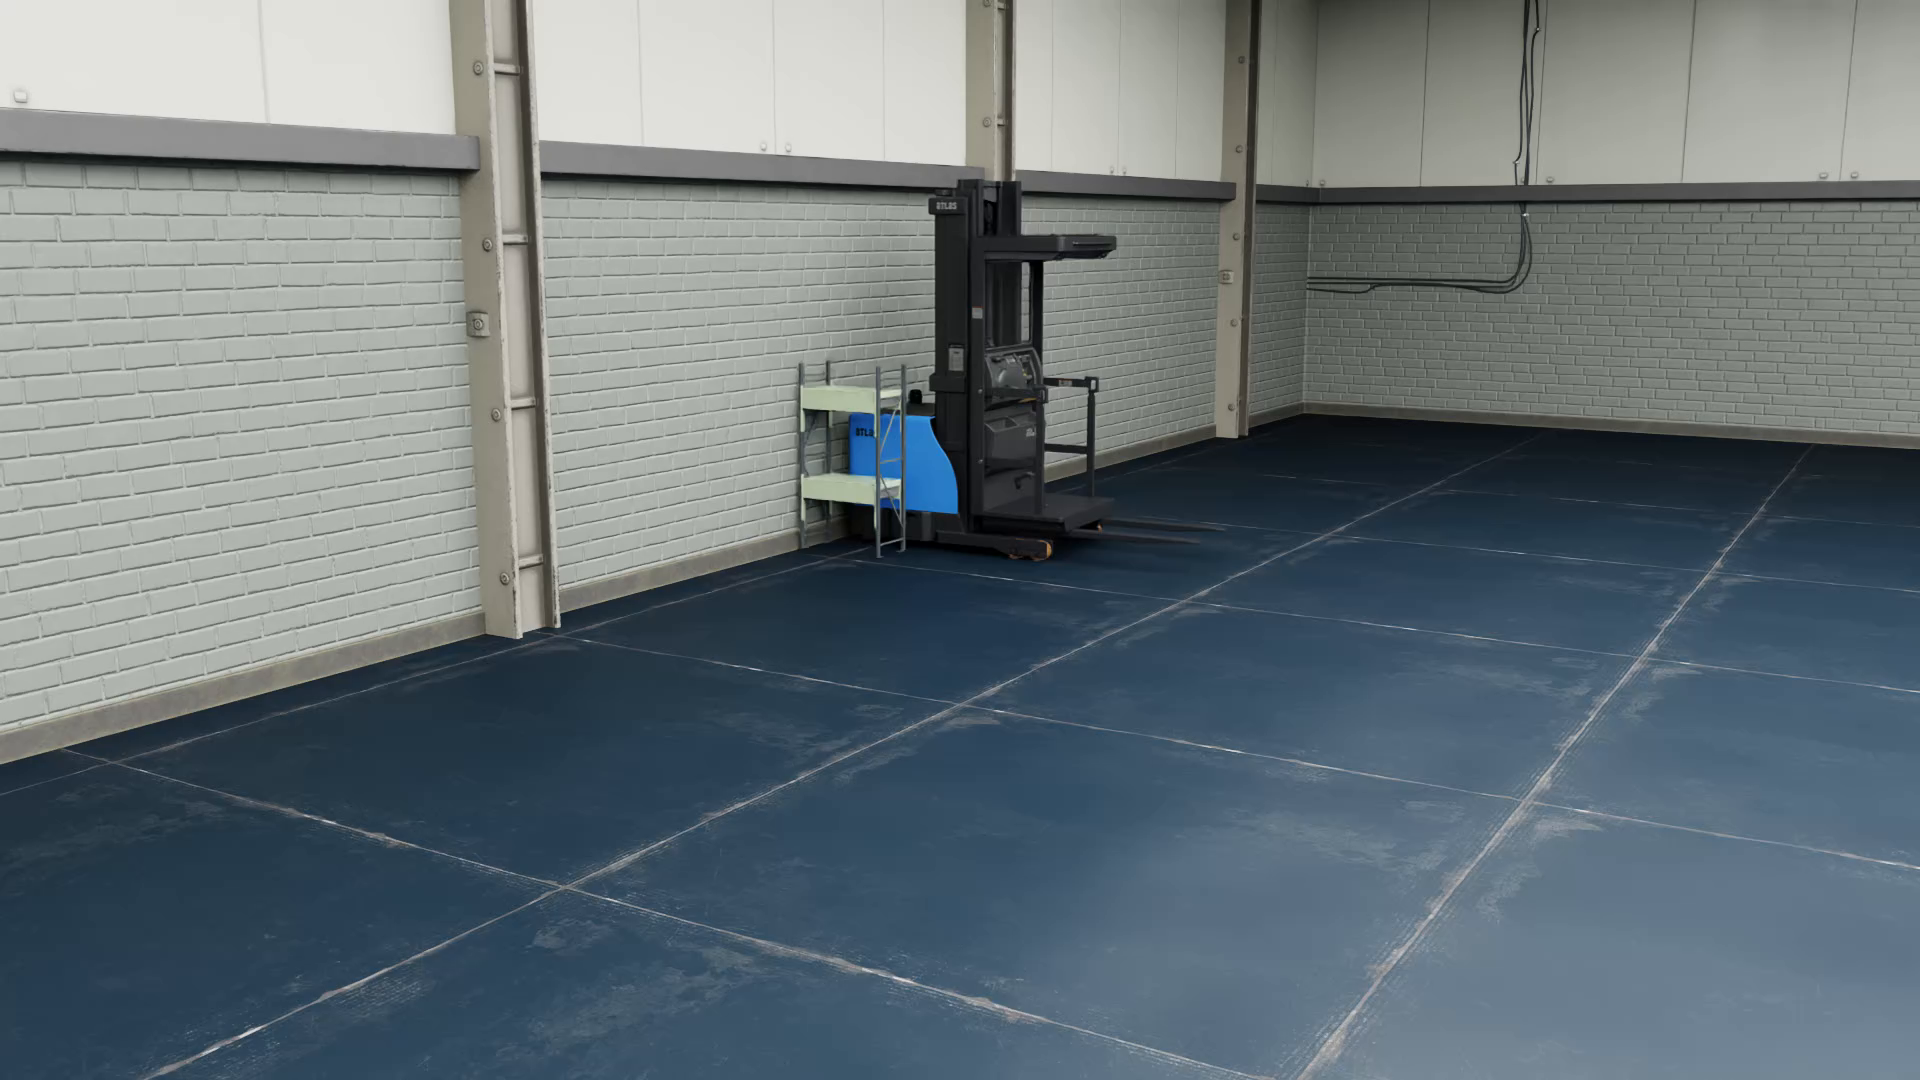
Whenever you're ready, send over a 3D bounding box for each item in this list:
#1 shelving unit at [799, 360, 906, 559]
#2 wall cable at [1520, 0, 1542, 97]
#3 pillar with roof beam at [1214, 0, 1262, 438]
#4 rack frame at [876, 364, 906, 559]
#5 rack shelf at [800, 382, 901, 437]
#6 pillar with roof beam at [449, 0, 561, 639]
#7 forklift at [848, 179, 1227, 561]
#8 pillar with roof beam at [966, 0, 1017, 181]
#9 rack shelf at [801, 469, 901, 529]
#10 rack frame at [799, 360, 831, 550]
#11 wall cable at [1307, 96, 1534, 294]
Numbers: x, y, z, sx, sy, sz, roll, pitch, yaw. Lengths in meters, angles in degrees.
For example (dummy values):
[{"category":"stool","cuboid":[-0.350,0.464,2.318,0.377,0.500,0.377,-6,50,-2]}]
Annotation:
[{"category":"shelving unit","cuboid":[-0.858,-0.656,13.275,0.755,1.500,0.431,6,11,30]},{"category":"wall cable","cuboid":[8.367,-6.765,20.261,3.097,2.526,0.112,6,12,31]},{"category":"pillar with roof beam","cuboid":[7.075,-5.319,17.823,9.100,9.000,0.400,6,12,31]},{"category":"rack frame","cuboid":[-0.544,-0.621,13.090,0.023,1.500,0.400,6,11,30]},{"category":"rack shelf","cuboid":[-0.855,-1.040,13.209,0.720,0.370,0.431,6,11,30]},{"category":"pillar with roof beam","cuboid":[0.845,-3.431,7.743,9.100,9.000,0.400,6,12,31]},{"category":"forklift","cuboid":[0.615,-1.386,13.307,3.031,2.935,1.130,6,12,27]},{"category":"pillar with roof beam","cuboid":[3.960,-4.375,12.783,9.100,9.000,0.400,6,12,31]},{"category":"rack shelf","cuboid":[-0.861,-0.335,13.331,0.720,0.370,0.431,6,11,30]},{"category":"rack frame","cuboid":[-1.172,-0.691,13.461,0.023,1.500,0.400,6,11,30]},{"category":"wall cable","cuboid":[6.055,-4.541,22.106,3.097,2.526,0.112,6,12,31]}]
